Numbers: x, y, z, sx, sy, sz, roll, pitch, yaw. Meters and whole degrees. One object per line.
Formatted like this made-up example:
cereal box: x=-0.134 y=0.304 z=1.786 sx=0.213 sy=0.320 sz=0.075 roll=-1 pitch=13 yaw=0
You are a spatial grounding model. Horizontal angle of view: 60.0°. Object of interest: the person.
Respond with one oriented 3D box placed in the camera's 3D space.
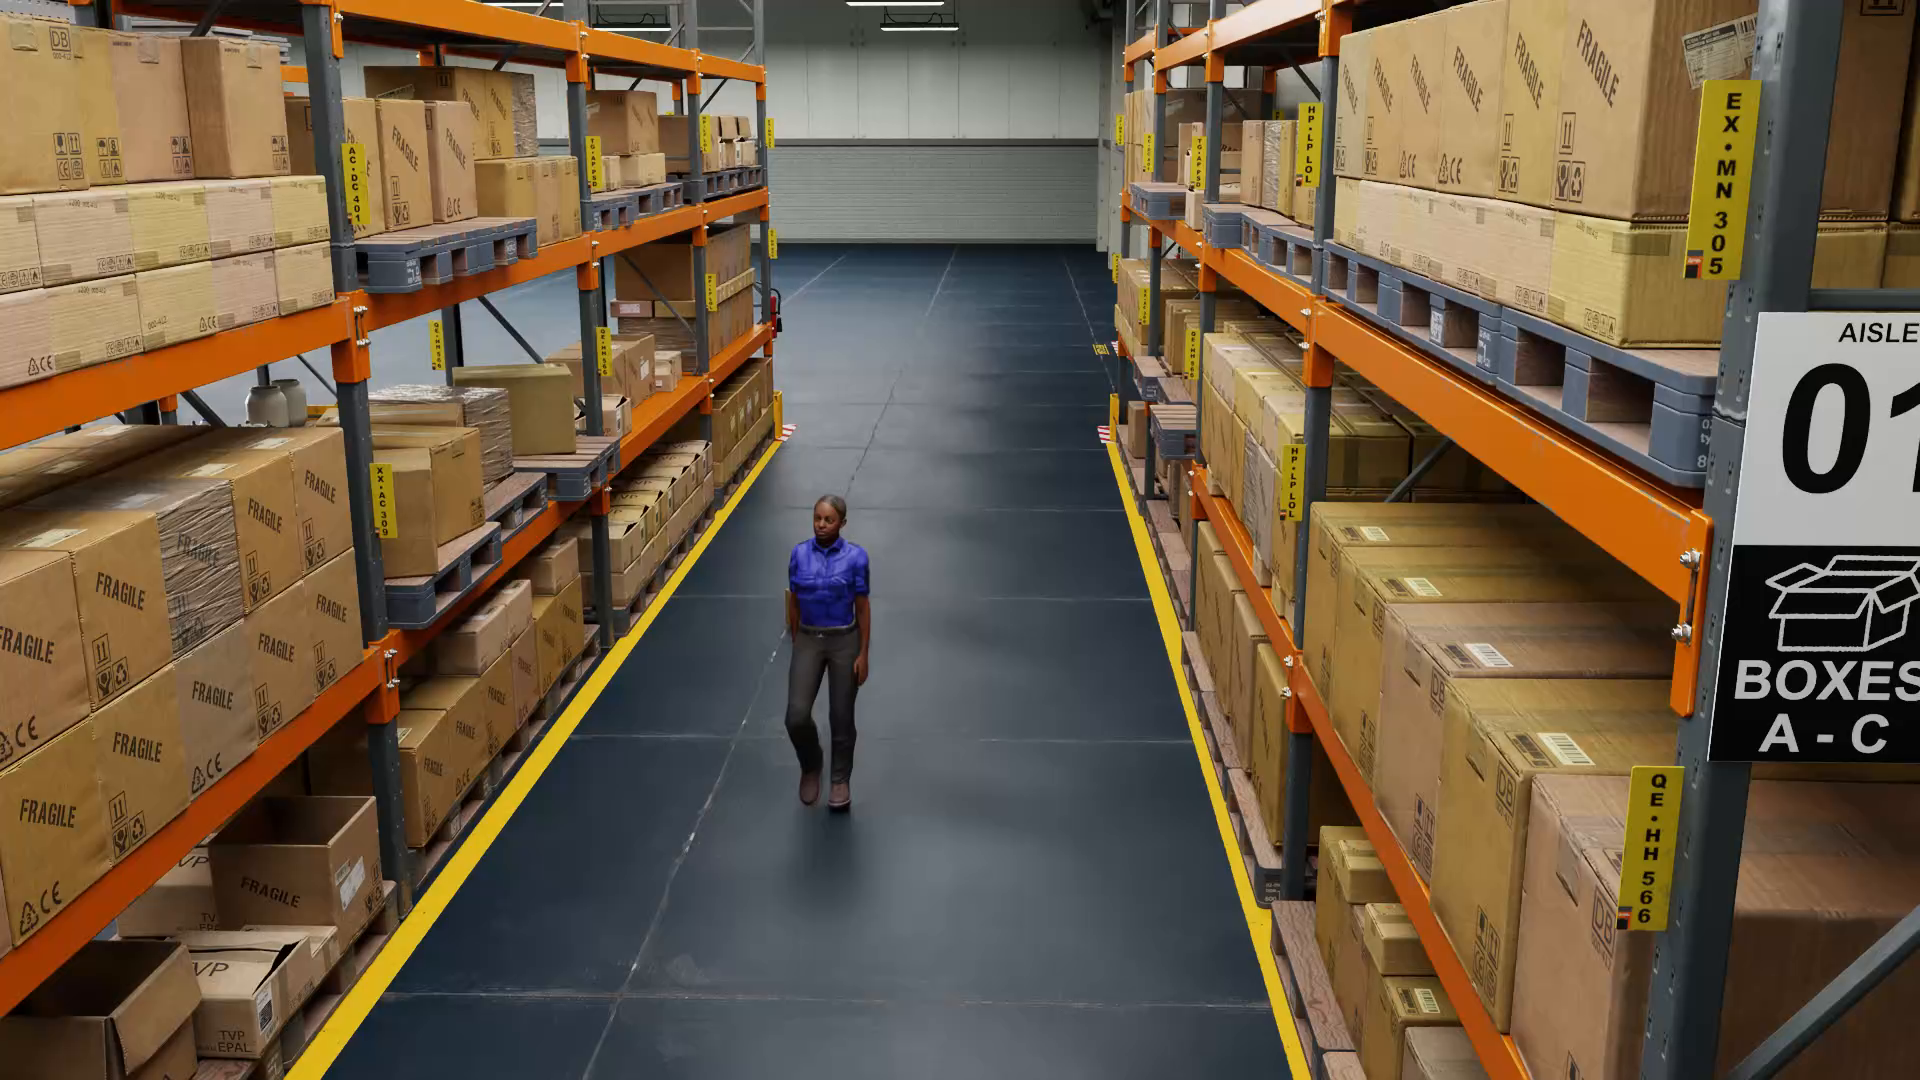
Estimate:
person: x=-0.681 y=0.598 z=8.572 sx=0.444 sy=1.676 sz=0.426 roll=1 pitch=14 yaw=5
